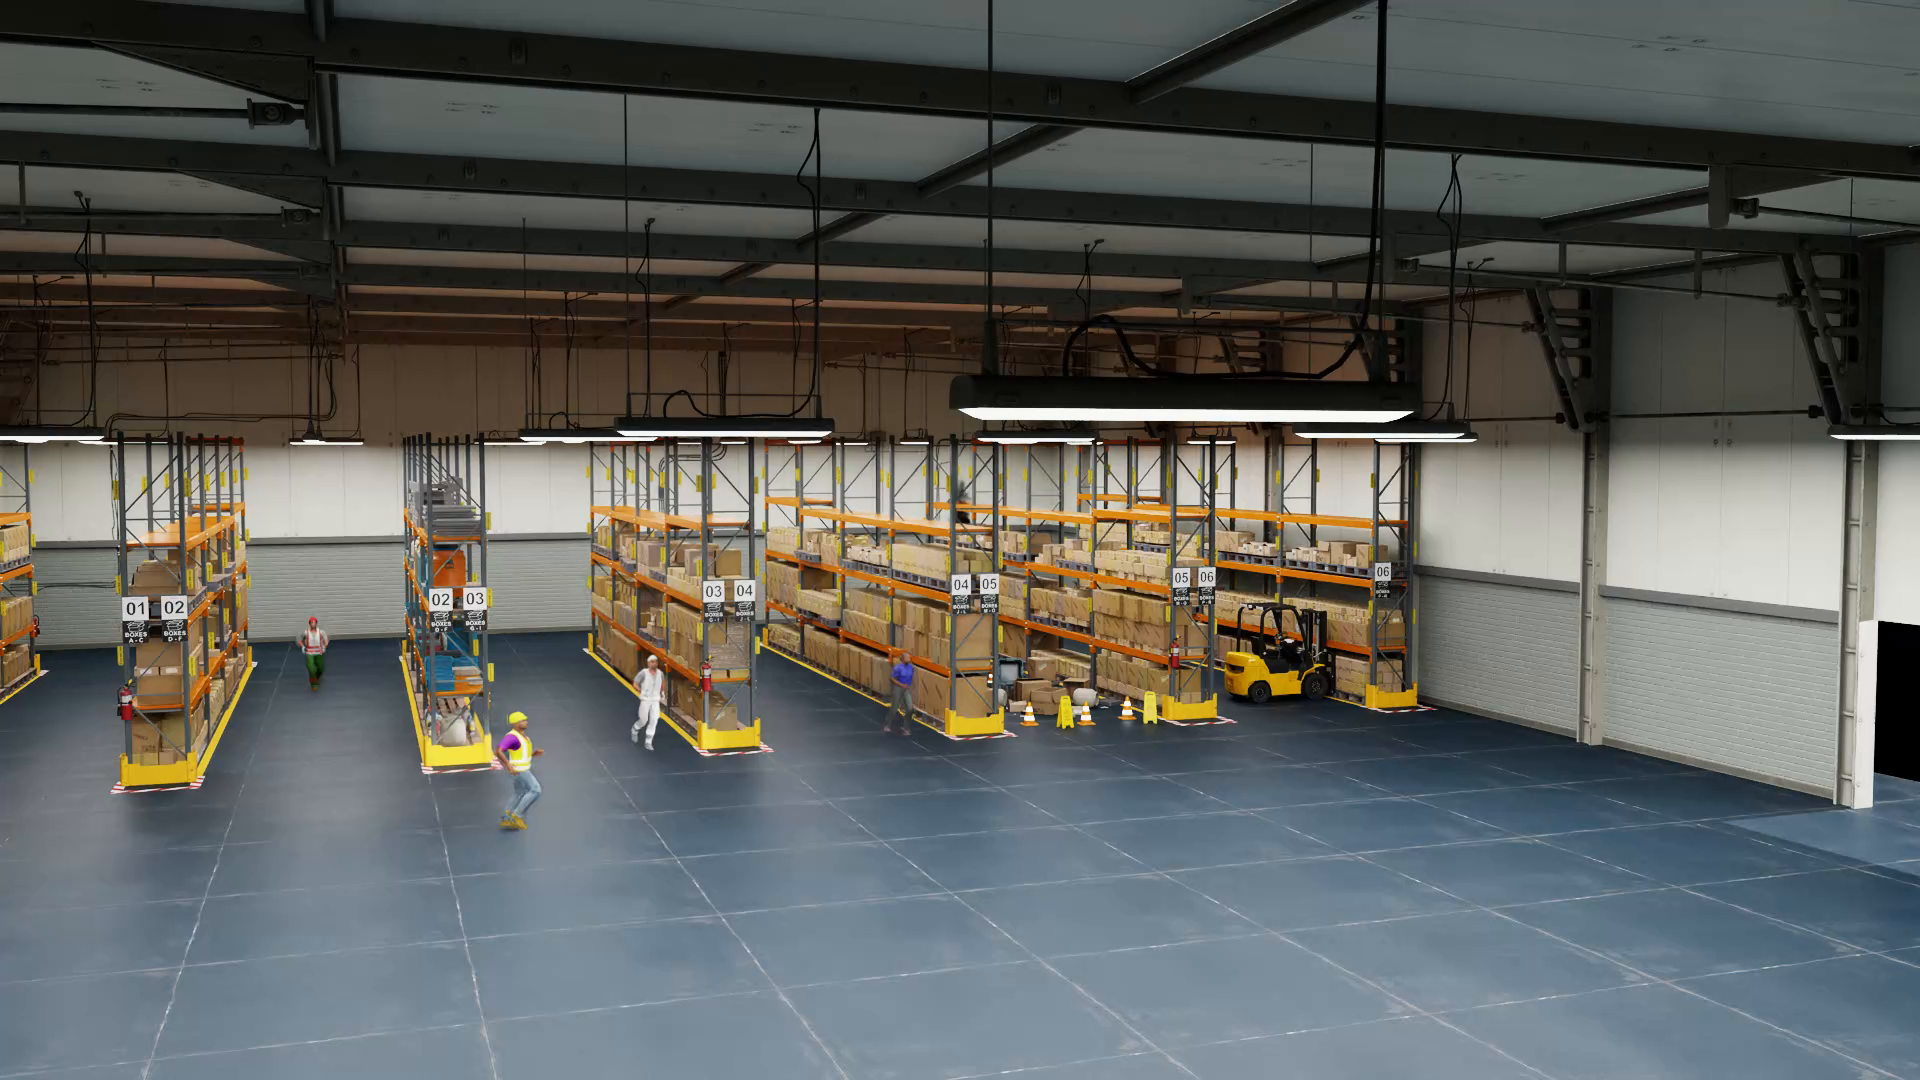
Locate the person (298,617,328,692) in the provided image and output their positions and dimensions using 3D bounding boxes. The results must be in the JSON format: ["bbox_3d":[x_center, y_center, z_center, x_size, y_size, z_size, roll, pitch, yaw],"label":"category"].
[{"bbox_3d":[-15.220,2.683,39.157,0.655,1.738,0.631,-2,4,-26],"label":"person"}]

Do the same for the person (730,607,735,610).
[{"bbox_3d":[-6.812,2.261,47.660,0.719,1.680,0.558,1,3,22],"label":"person"}]

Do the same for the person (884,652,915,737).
[{"bbox_3d":[-1.140,3.080,33.180,0.649,1.706,0.699,-2,4,-31],"label":"person"}]

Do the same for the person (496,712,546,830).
[{"bbox_3d":[-6.568,3.457,24.936,0.688,1.759,0.675,0,3,-6],"label":"person"}]

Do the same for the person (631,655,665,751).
[{"bbox_3d":[-5.929,3.080,31.810,0.694,1.776,0.841,-2,4,-33],"label":"person"}]
